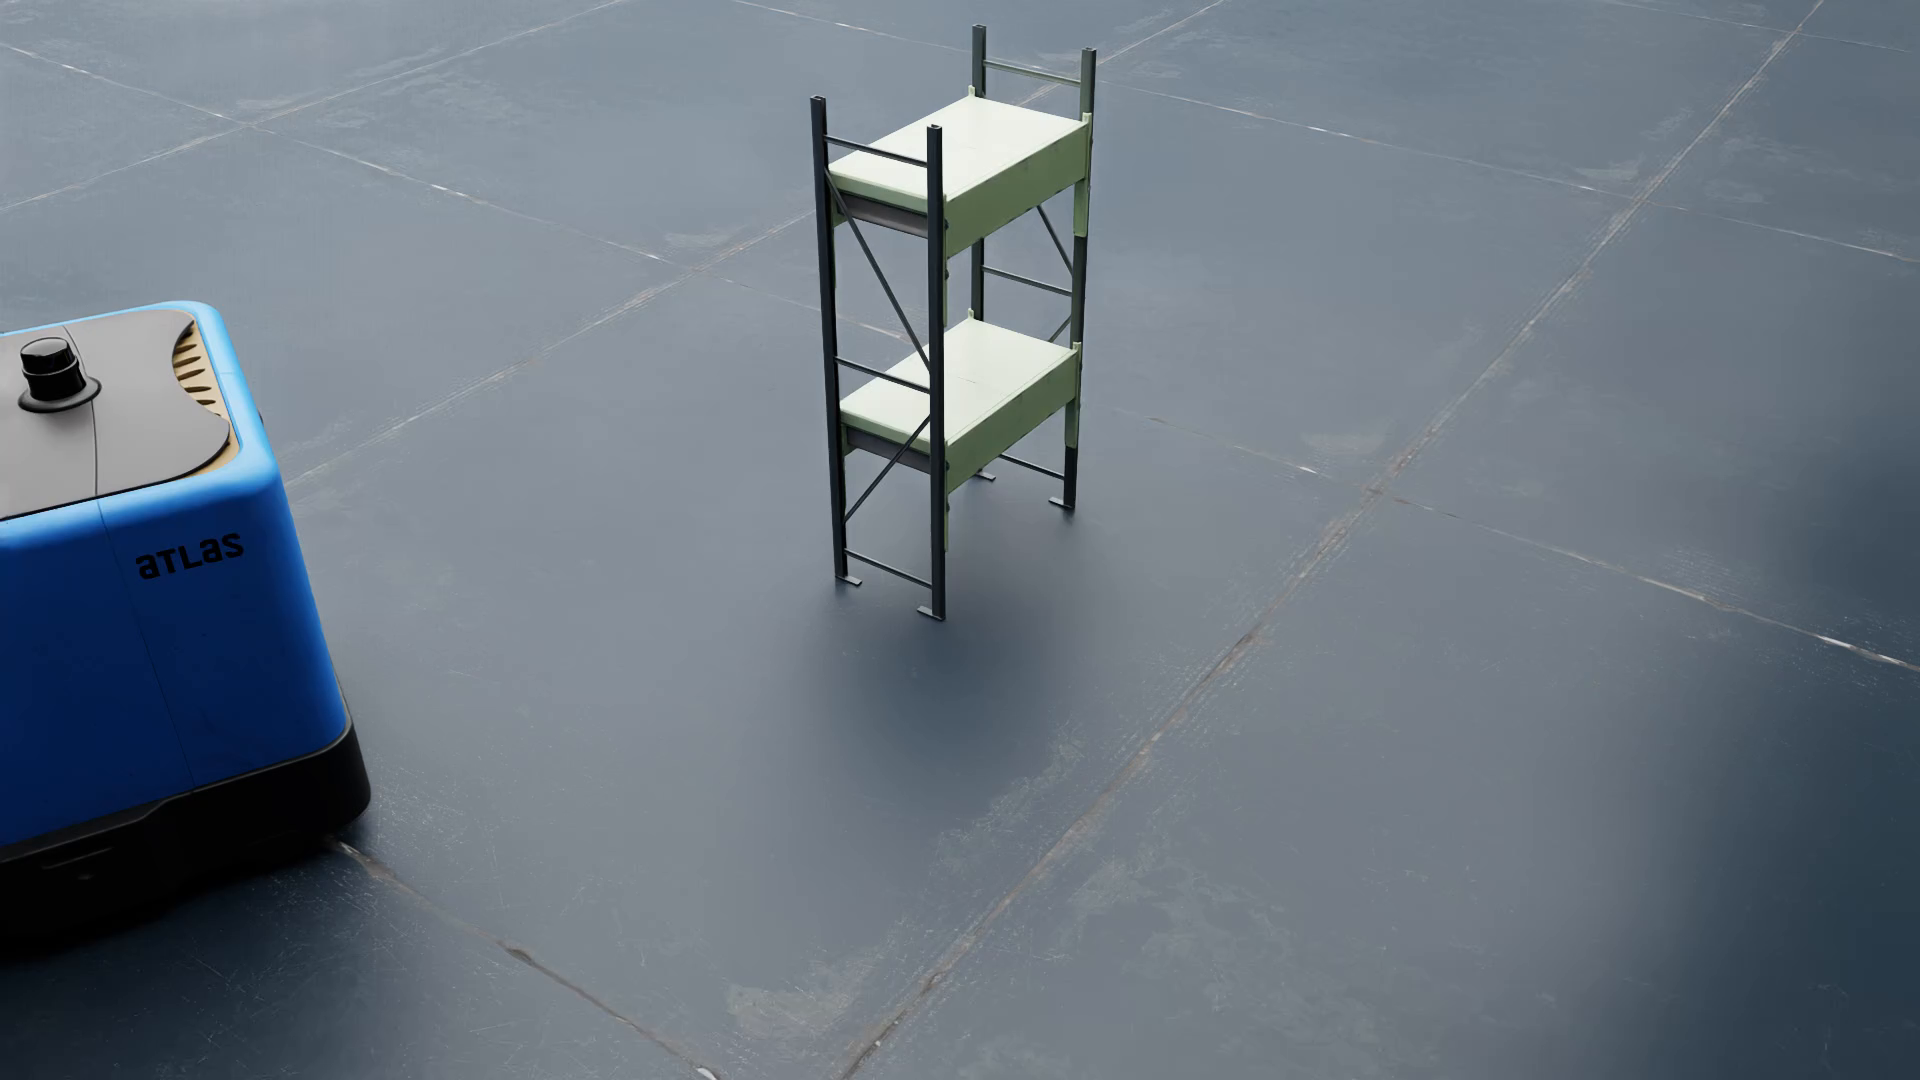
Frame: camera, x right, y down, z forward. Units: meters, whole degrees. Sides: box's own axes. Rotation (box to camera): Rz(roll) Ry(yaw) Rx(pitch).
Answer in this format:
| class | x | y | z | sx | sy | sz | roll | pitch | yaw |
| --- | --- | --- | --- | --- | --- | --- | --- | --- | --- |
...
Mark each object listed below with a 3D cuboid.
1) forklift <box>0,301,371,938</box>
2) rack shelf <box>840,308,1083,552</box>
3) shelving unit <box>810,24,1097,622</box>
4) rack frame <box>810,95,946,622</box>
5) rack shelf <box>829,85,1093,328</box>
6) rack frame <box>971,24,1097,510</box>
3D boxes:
| class | x | y | z | sx | sy | sz | roll | pitch | yaw |
| --- | --- | --- | --- | --- | --- | --- | --- | --- | --- |
| forklift | -3.019 | -0.331 | 3.123 | 3.031 | 2.935 | 1.130 | -17 | 38 | -23 |
| rack shelf | -0.004 | -0.348 | 5.008 | 0.431 | 0.370 | 0.720 | 21 | 39 | 28 |
| shelving unit | -0.004 | -0.618 | 4.825 | 0.431 | 1.500 | 0.755 | 21 | 39 | 28 |
| rack frame | -0.212 | -0.450 | 4.576 | 0.400 | 1.500 | 0.023 | 21 | 39 | 28 |
| rack shelf | -0.004 | -0.941 | 4.607 | 0.431 | 0.370 | 0.720 | 21 | 39 | 28 |
| rack frame | 0.205 | -0.787 | 5.074 | 0.400 | 1.500 | 0.023 | 21 | 39 | 28 |
